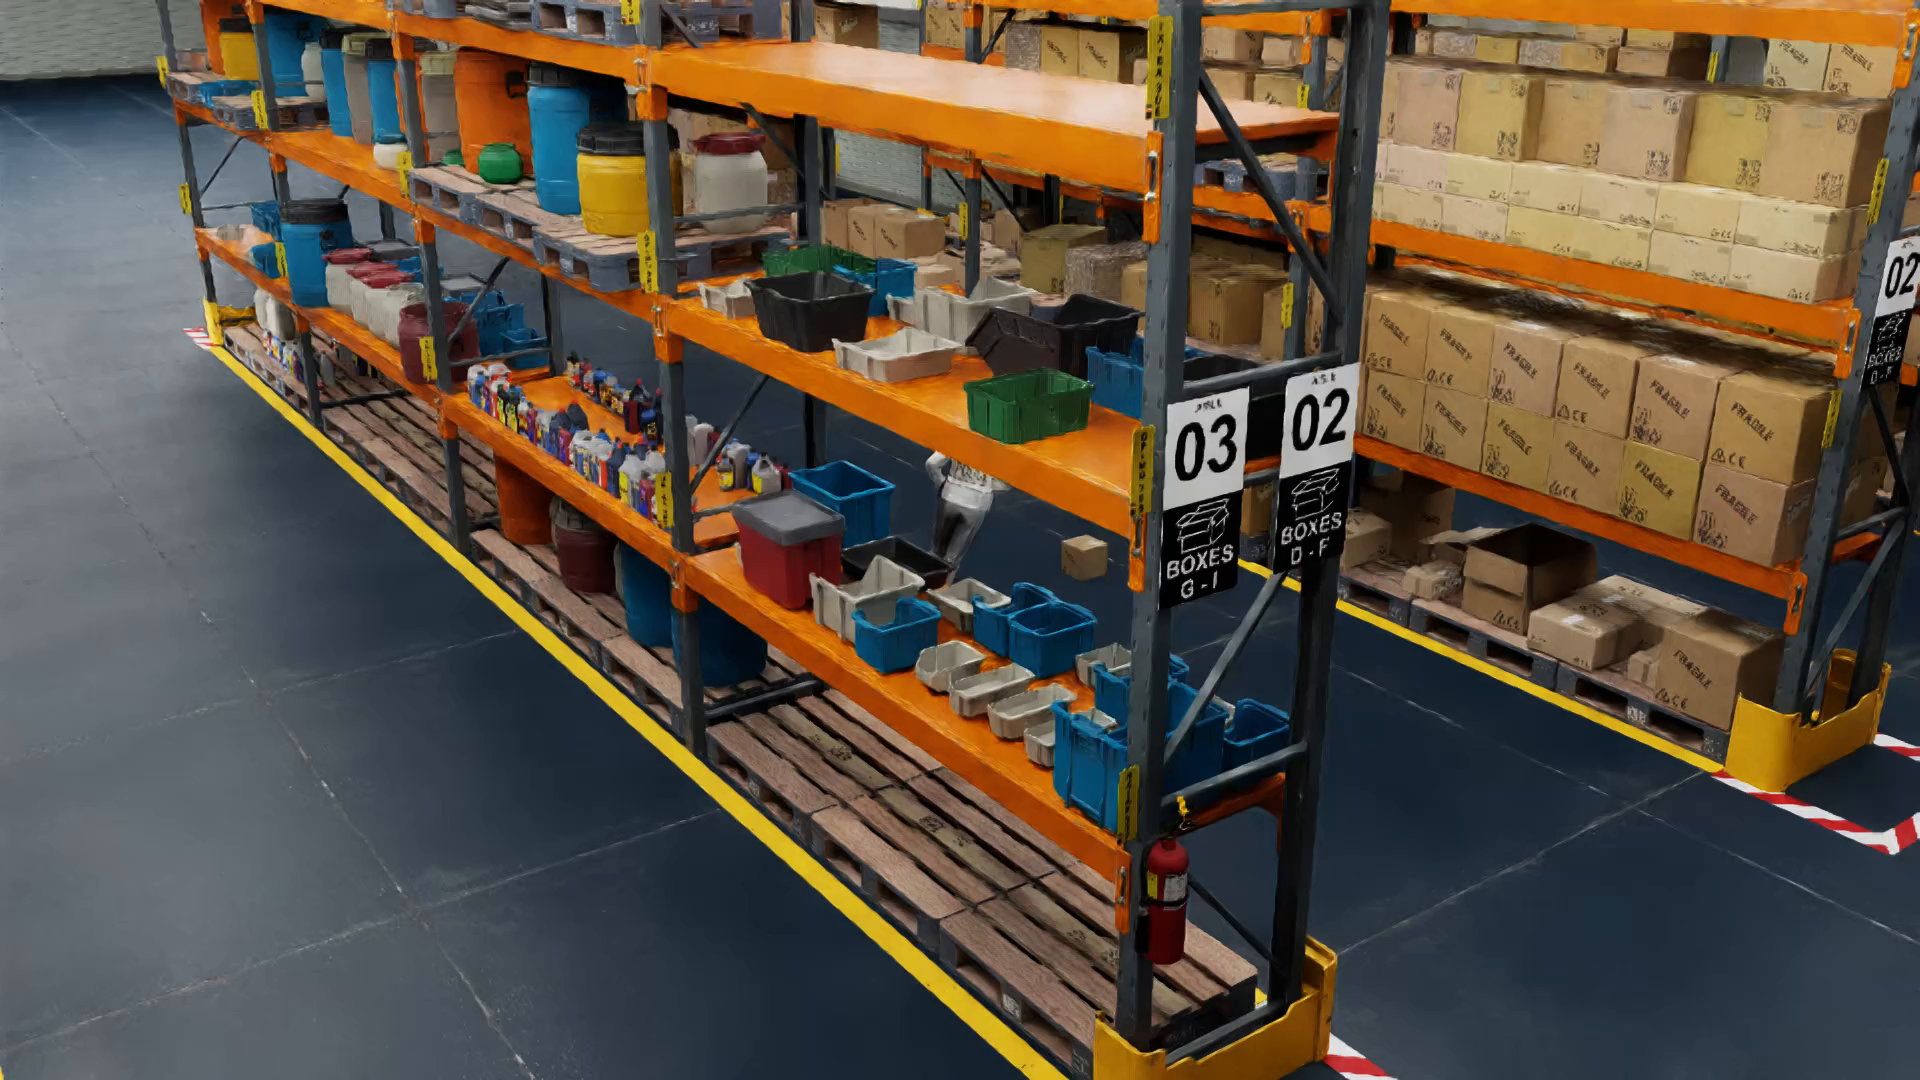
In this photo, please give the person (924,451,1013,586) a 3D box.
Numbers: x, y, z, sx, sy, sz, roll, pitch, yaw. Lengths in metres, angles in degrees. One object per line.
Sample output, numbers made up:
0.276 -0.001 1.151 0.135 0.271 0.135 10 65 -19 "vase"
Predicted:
0.002 -0.209 11.706 0.747 1.680 0.649 3 22 7 "person"
